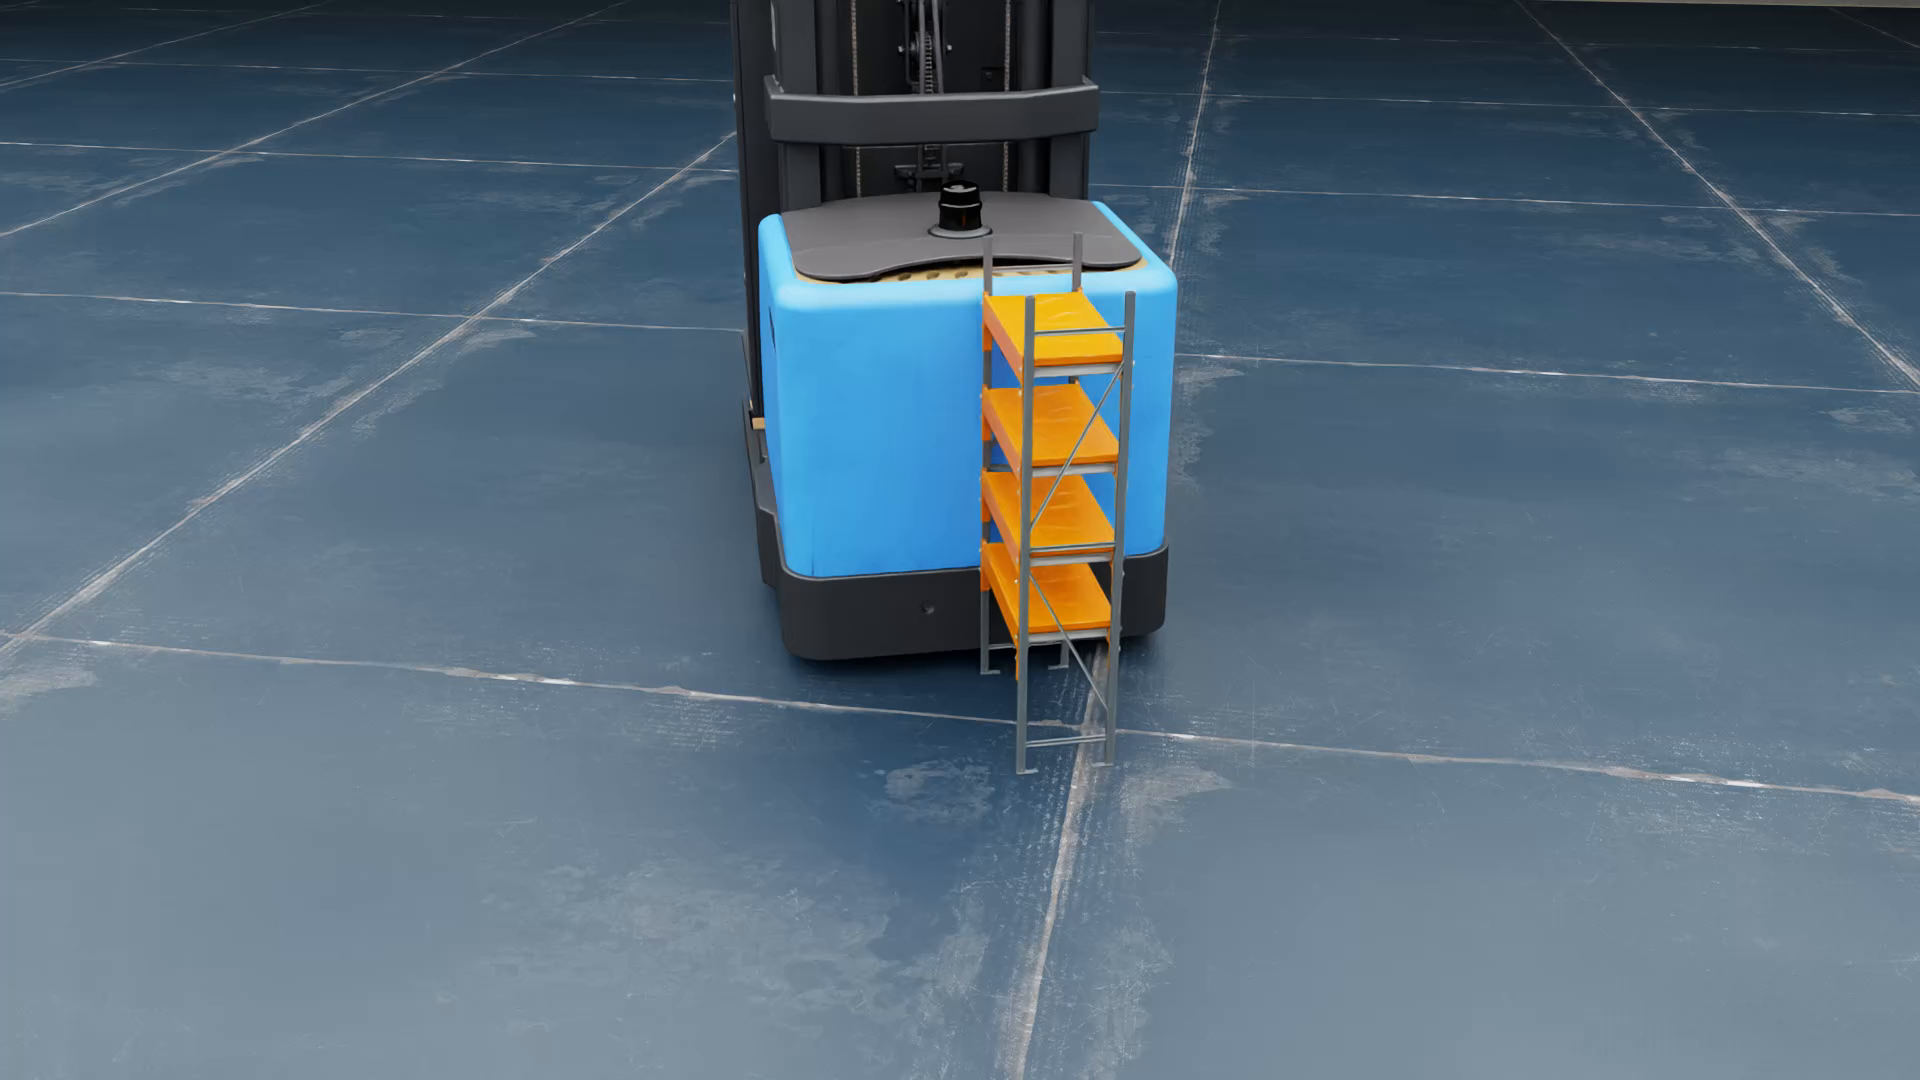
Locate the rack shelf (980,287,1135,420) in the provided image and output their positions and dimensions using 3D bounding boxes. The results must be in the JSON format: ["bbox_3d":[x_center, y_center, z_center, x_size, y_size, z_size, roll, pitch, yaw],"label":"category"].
[{"bbox_3d":[0.216,-0.440,3.843,0.258,0.148,0.480,-4,26,-9],"label":"rack shelf"}]

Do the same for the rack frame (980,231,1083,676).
[{"bbox_3d":[0.174,-0.188,4.229,0.240,1.200,0.015,-4,26,-9],"label":"rack frame"}]

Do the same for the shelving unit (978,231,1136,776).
[{"bbox_3d":[0.215,-0.085,4.012,0.258,1.200,0.503,-4,26,-9],"label":"shelving unit"}]

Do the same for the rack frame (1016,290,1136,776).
[{"bbox_3d":[0.256,0.019,3.794,0.240,1.200,0.015,-4,26,-9],"label":"rack frame"}]

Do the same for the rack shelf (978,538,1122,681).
[{"bbox_3d":[0.215,0.155,4.126,0.258,0.148,0.480,-4,26,-9],"label":"rack shelf"}]

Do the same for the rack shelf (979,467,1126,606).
[{"bbox_3d":[0.215,-0.024,4.041,0.258,0.148,0.480,-4,26,-9],"label":"rack shelf"}]

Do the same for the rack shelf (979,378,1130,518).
[{"bbox_3d":[0.215,-0.226,3.944,0.258,0.148,0.480,-4,26,-9],"label":"rack shelf"}]

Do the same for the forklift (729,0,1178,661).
[{"bbox_3d":[-0.181,-1.605,5.222,1.130,2.935,3.031,-4,25,-8],"label":"forklift"}]
